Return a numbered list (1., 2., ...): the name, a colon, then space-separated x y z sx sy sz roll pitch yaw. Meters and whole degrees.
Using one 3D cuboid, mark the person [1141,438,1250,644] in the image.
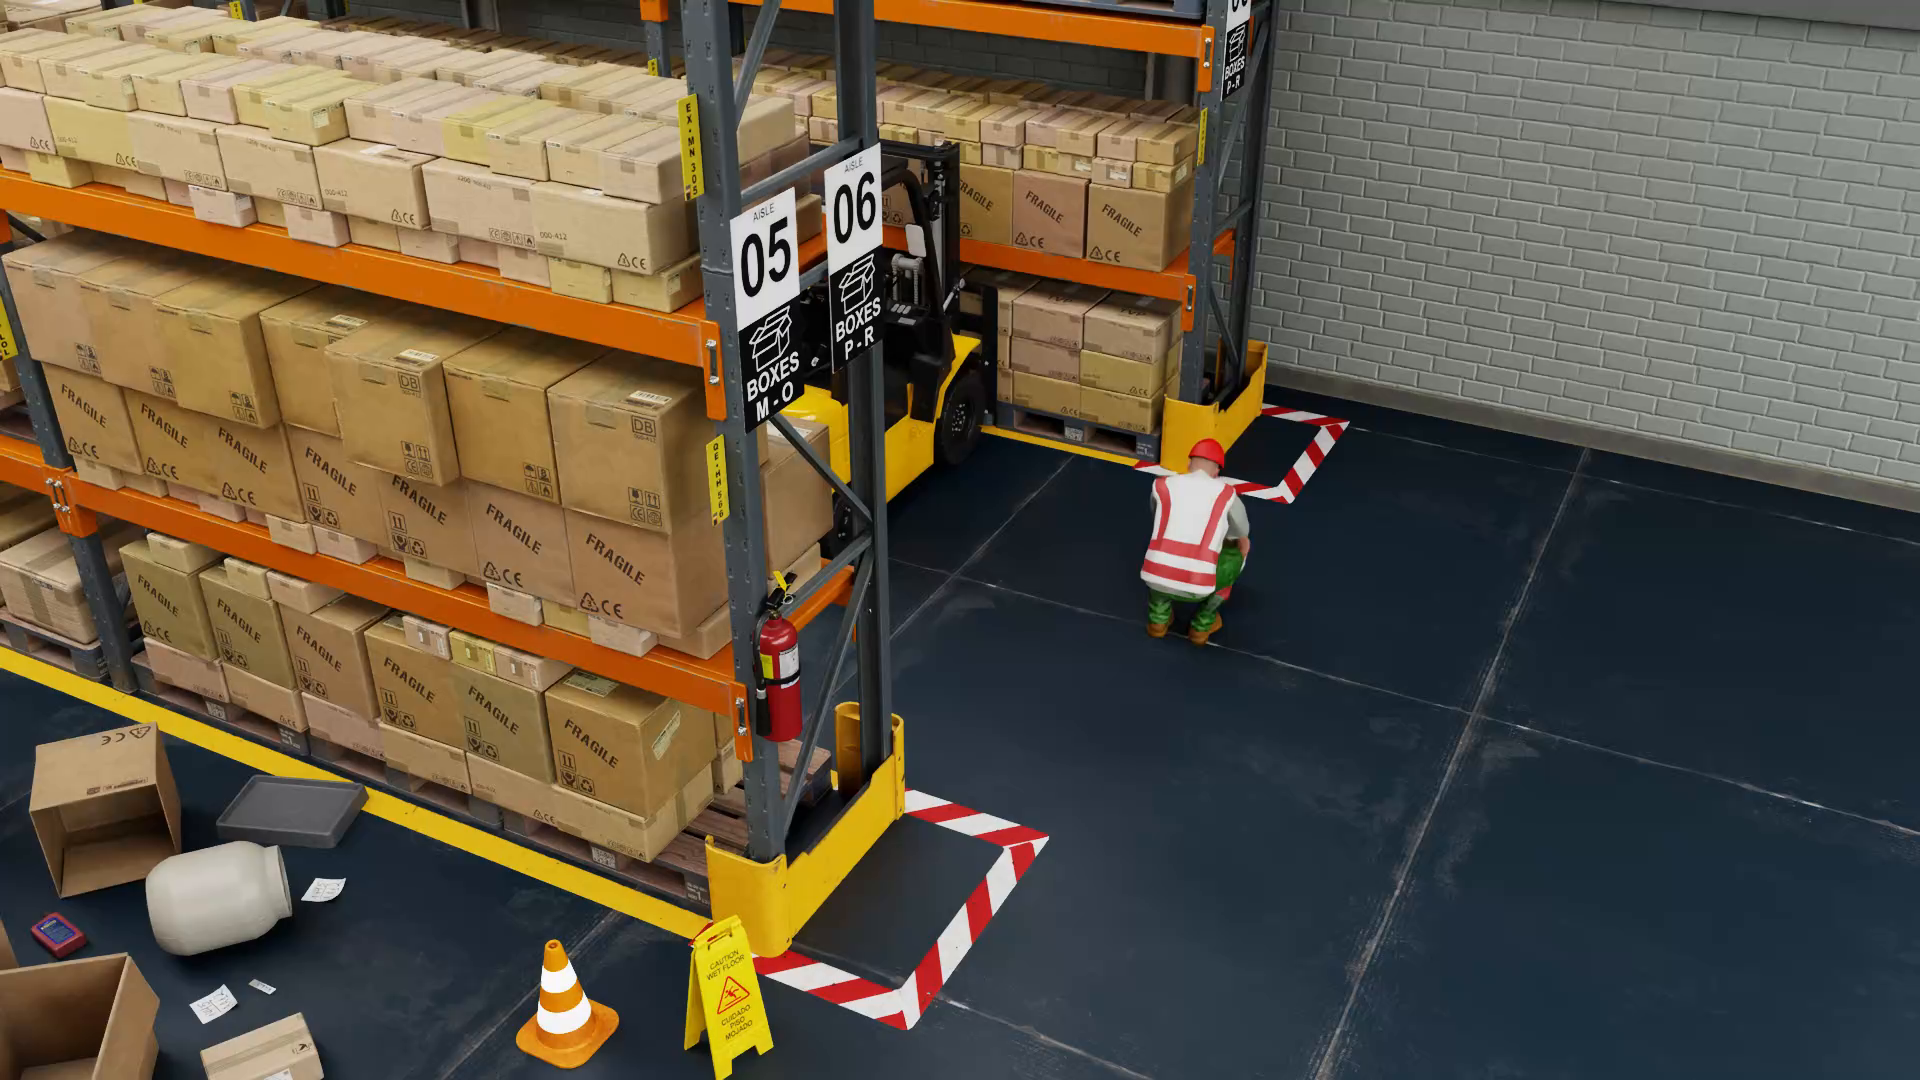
1. person: 1.263 0.013 9.058 0.565 0.991 0.875 14 33 23
